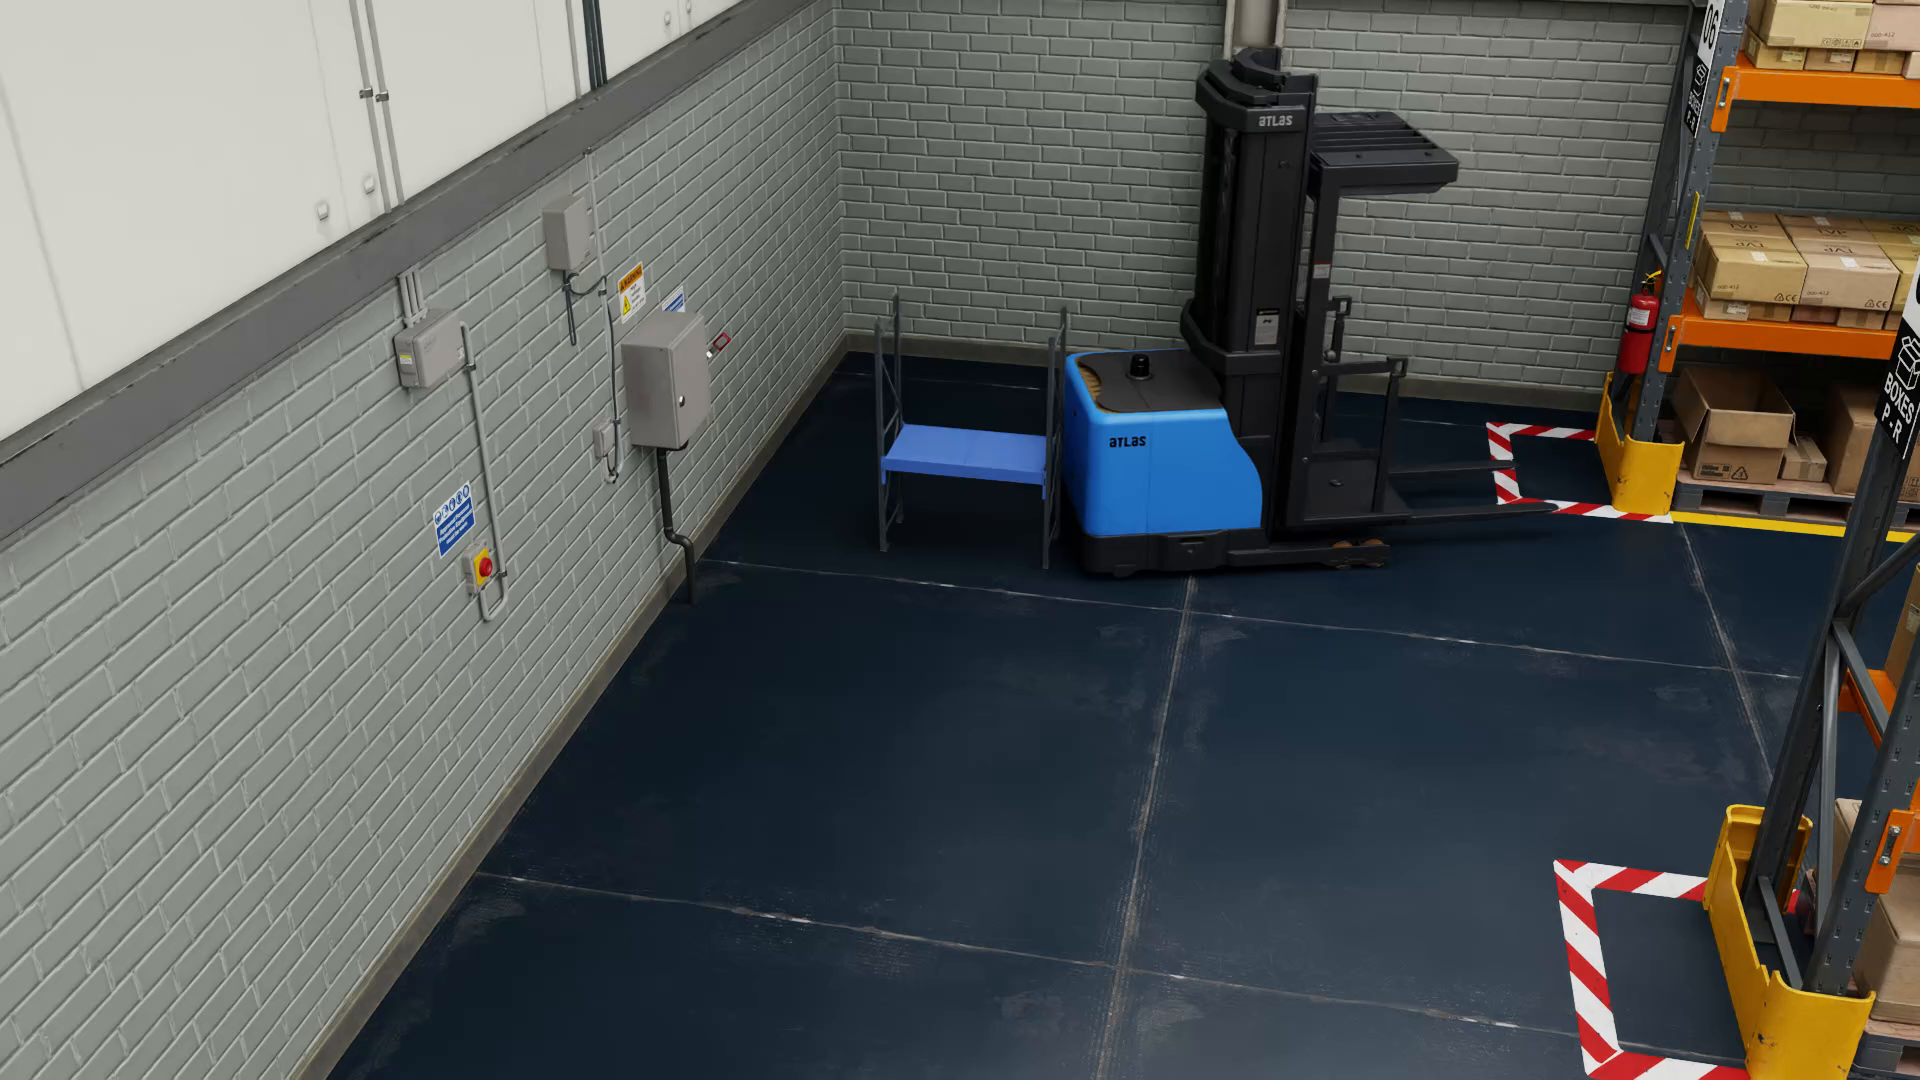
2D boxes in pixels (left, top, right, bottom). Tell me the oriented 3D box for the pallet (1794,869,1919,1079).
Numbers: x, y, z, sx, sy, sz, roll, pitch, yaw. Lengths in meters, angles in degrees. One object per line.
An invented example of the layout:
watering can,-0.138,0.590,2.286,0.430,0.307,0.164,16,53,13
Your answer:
pallet,4.208,1.833,6.844,1.213,0.211,1.003,6,29,11

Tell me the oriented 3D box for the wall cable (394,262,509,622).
wall cable,-2.109,-0.447,7.015,0.123,1.953,0.585,6,29,11

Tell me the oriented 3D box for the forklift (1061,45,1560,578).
forklift,2.176,-1.358,9.840,3.031,2.935,1.130,-3,29,-6

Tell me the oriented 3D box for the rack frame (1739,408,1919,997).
rack frame,3.410,0.567,6.253,0.127,3.000,1.000,6,29,11

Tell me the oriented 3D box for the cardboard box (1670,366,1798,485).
cardboard box,5.021,-0.748,10.817,0.637,0.503,0.797,5,29,9

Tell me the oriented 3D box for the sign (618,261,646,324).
sign,-1.742,-1.317,8.834,0.001,0.242,0.339,6,29,11

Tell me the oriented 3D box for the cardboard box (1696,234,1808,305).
cardboard box,4.831,-1.657,10.162,0.500,0.250,0.500,6,29,11

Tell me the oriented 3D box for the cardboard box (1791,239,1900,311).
cardboard box,5.324,-1.607,10.070,0.500,0.250,0.500,6,29,11

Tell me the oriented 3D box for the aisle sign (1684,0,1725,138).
aisle sign,4.315,-2.774,9.648,0.004,0.787,0.394,6,29,11

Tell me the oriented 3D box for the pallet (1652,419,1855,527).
pallet,5.297,-0.454,11.023,1.213,0.211,1.003,6,29,11

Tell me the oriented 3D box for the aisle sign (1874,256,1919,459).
aisle sign,3.405,-0.726,5.908,0.004,0.787,0.394,6,29,11

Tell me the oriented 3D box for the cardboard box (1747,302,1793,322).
cardboard box,4.966,-1.489,10.270,0.250,0.149,0.380,7,29,12

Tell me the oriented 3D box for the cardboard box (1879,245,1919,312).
cardboard box,5.820,-1.558,9.980,0.500,0.250,0.500,5,29,10

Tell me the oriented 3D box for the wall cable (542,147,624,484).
wall cable,-1.824,-1.101,8.241,0.122,1.984,0.588,6,29,11

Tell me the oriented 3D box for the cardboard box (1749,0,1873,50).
cardboard box,4.820,-2.972,9.441,0.500,0.250,0.500,6,29,10

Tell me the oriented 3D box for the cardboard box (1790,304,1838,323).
cardboard box,5.230,-1.479,10.252,0.250,0.149,0.380,5,29,10

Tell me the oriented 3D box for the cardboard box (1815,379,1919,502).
cardboard box,5.849,-0.643,10.628,0.500,0.500,0.700,7,29,13

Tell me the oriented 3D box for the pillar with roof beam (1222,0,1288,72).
pillar with roof beam,1.095,-3.068,6.646,0.400,9.000,9.100,6,29,11

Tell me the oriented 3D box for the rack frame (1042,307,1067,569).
rack frame,0.567,-0.598,9.943,0.032,1.500,0.500,6,29,10

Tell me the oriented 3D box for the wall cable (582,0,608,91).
wall cable,-1.433,-4.177,8.631,0.133,3.039,2.988,6,29,11

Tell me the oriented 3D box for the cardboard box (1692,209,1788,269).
cardboard box,4.948,-1.908,10.620,0.500,0.250,0.500,7,29,12

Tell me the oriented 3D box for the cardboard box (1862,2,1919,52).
cardboard box,5.321,-2.931,9.365,0.500,0.250,0.500,6,29,12

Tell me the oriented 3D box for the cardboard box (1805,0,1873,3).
cardboard box,4.825,-3.202,9.340,0.500,0.250,0.500,6,29,10

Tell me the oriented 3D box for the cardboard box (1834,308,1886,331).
cardboard box,5.464,-1.425,10.153,0.250,0.149,0.380,7,29,12

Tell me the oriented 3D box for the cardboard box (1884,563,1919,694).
cardboard box,3.937,0.447,6.368,0.500,0.500,0.500,6,29,11

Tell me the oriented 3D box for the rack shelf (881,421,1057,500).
rack shelf,0.069,-0.490,10.120,1.000,0.185,0.538,6,29,10

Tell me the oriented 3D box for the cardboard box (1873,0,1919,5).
cardboard box,5.318,-3.142,9.230,0.500,0.250,0.500,6,29,10

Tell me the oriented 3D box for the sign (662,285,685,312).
sign,-1.627,-1.171,9.526,0.001,0.494,0.329,6,29,11

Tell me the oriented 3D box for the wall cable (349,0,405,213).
wall cable,-2.211,-2.503,5.613,0.029,3.000,0.463,6,29,11

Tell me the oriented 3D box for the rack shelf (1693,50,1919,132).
rack shelf,6.399,-2.564,9.598,4.000,0.370,1.077,6,29,11

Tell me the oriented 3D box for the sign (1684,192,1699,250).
sign,4.330,-1.890,9.839,0.005,0.325,0.100,6,29,11

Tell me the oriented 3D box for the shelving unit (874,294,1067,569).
shelving unit,0.069,-0.648,10.034,1.048,1.500,0.538,6,29,10

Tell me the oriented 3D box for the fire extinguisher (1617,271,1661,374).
fire extinguisher,4.203,-1.365,10.251,0.183,0.674,0.296,6,29,11

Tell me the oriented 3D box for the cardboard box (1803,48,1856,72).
cardboard box,4.968,-2.815,9.569,0.250,0.149,0.380,6,29,11

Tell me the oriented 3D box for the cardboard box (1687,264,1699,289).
cardboard box,4.823,-1.747,10.742,0.250,0.149,0.380,6,29,10

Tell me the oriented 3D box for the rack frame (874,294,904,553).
rack frame,-0.429,-0.698,10.125,0.032,1.500,0.500,6,29,10

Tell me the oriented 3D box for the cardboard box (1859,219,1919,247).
cardboard box,5.936,-1.804,10.430,0.500,0.250,0.500,7,29,12

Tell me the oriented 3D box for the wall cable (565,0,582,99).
wall cable,-2.052,-2.856,6.258,0.029,3.000,2.355,6,29,11

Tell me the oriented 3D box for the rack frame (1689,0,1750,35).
rack frame,4.443,-4.396,9.071,0.127,3.000,1.000,6,29,11

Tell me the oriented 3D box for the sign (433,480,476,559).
sign,-2.179,-0.090,7.171,0.001,0.218,0.327,6,29,11

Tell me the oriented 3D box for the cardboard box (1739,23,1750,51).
cardboard box,4.804,-3.047,9.992,0.250,0.149,0.380,7,29,12

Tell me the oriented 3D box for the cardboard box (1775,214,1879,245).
cardboard box,5.452,-1.856,10.525,0.500,0.250,0.500,6,29,11

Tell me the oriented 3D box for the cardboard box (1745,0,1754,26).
cardboard box,4.935,-3.228,9.908,0.500,0.250,0.500,5,29,10

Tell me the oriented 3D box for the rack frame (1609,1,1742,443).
rack frame,4.443,-1.765,10.512,0.127,3.000,1.000,6,29,11

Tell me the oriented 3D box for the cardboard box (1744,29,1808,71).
cardboard box,4.706,-2.829,9.594,0.250,0.149,0.380,6,29,12

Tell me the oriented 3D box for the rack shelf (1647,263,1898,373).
rack shelf,6.399,-1.249,10.318,4.000,0.370,1.077,6,29,11

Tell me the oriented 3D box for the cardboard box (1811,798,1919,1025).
cardboard box,4.077,1.525,6.733,0.875,0.438,0.875,5,29,9

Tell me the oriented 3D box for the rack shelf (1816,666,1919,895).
rack shelf,5.366,1.083,6.060,4.000,0.370,1.077,6,29,11

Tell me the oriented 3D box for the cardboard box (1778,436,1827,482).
cardboard box,5.429,-0.532,10.791,0.250,0.149,0.380,5,29,9

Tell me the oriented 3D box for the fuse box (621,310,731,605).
fuse box,-1.528,-0.395,9.351,0.414,1.711,0.539,6,29,11

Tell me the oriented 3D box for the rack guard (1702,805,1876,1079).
rack guard,3.387,1.661,6.858,0.348,0.500,1.175,6,29,11

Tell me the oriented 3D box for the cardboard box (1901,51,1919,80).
cardboard box,5.438,-2.708,9.373,0.250,0.149,0.380,6,29,12

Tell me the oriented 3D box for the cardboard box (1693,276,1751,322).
cardboard box,4.707,-1.493,10.277,0.250,0.149,0.380,6,29,10

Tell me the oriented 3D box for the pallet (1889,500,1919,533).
pallet,6.487,-0.331,10.797,1.213,0.211,1.003,6,29,11

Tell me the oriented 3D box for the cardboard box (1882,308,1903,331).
cardboard box,5.725,-1.401,10.109,0.250,0.149,0.380,6,29,11

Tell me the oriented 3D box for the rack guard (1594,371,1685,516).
rack guard,4.517,-0.661,11.098,0.348,0.500,1.175,6,29,11

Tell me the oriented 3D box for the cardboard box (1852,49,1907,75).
cardboard box,5.215,-2.781,9.507,0.250,0.149,0.380,6,29,11
